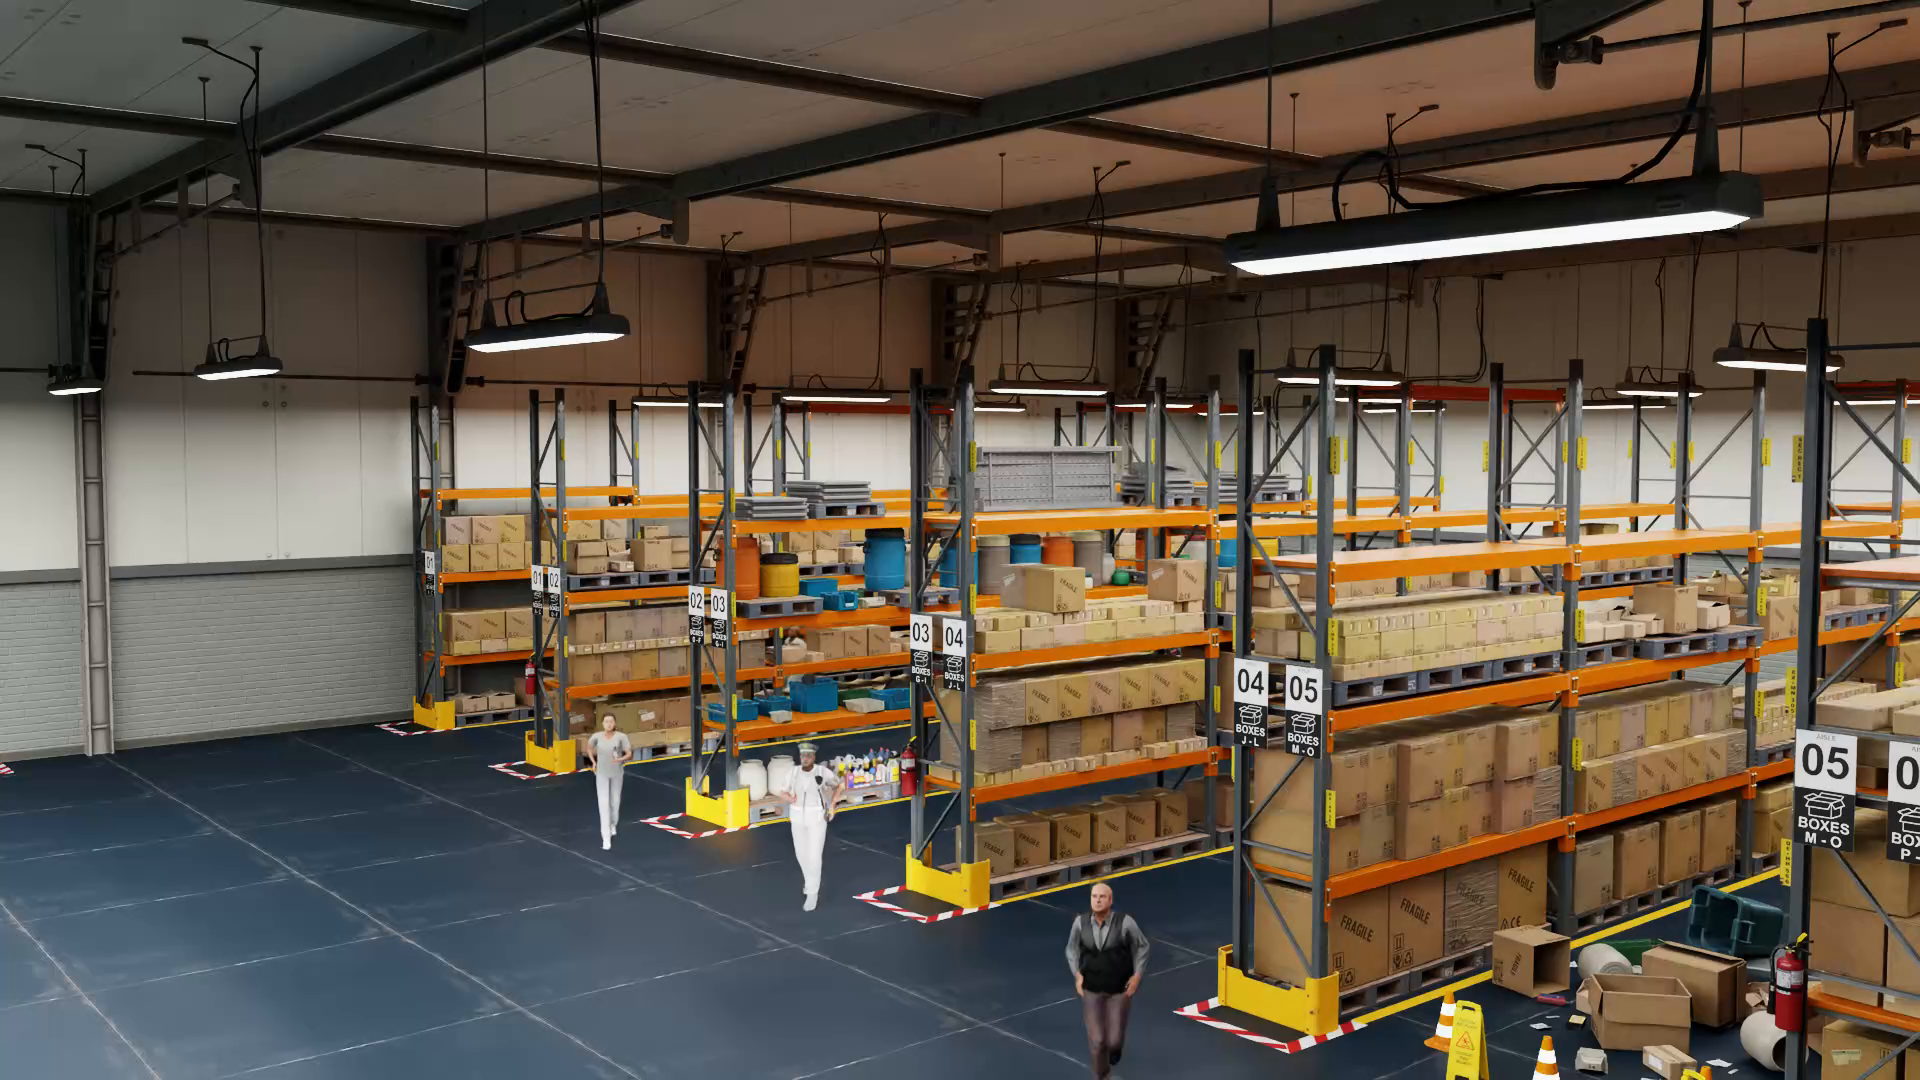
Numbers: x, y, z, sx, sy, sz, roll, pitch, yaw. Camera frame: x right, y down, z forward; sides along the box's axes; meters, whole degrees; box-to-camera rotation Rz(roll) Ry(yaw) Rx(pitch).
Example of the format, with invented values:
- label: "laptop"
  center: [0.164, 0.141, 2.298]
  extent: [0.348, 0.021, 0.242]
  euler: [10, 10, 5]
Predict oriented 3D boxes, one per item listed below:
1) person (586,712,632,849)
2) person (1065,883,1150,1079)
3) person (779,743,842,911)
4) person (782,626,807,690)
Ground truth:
- label: "person"
  center: [-4.505, 3.045, 21.381]
  extent: [0.572, 1.688, 0.863]
  euler: [-1, 3, -13]
- label: "person"
  center: [1.165, 3.548, 13.189]
  extent: [0.668, 1.690, 0.661]
  euler: [1, 3, 15]
- label: "person"
  center: [-1.705, 3.153, 18.644]
  extent: [0.670, 1.798, 0.867]
  euler: [1, 3, 12]
- label: "person"
  center: [-3.172, 2.498, 31.108]
  extent: [0.705, 1.652, 0.611]
  euler: [3, 4, 38]
